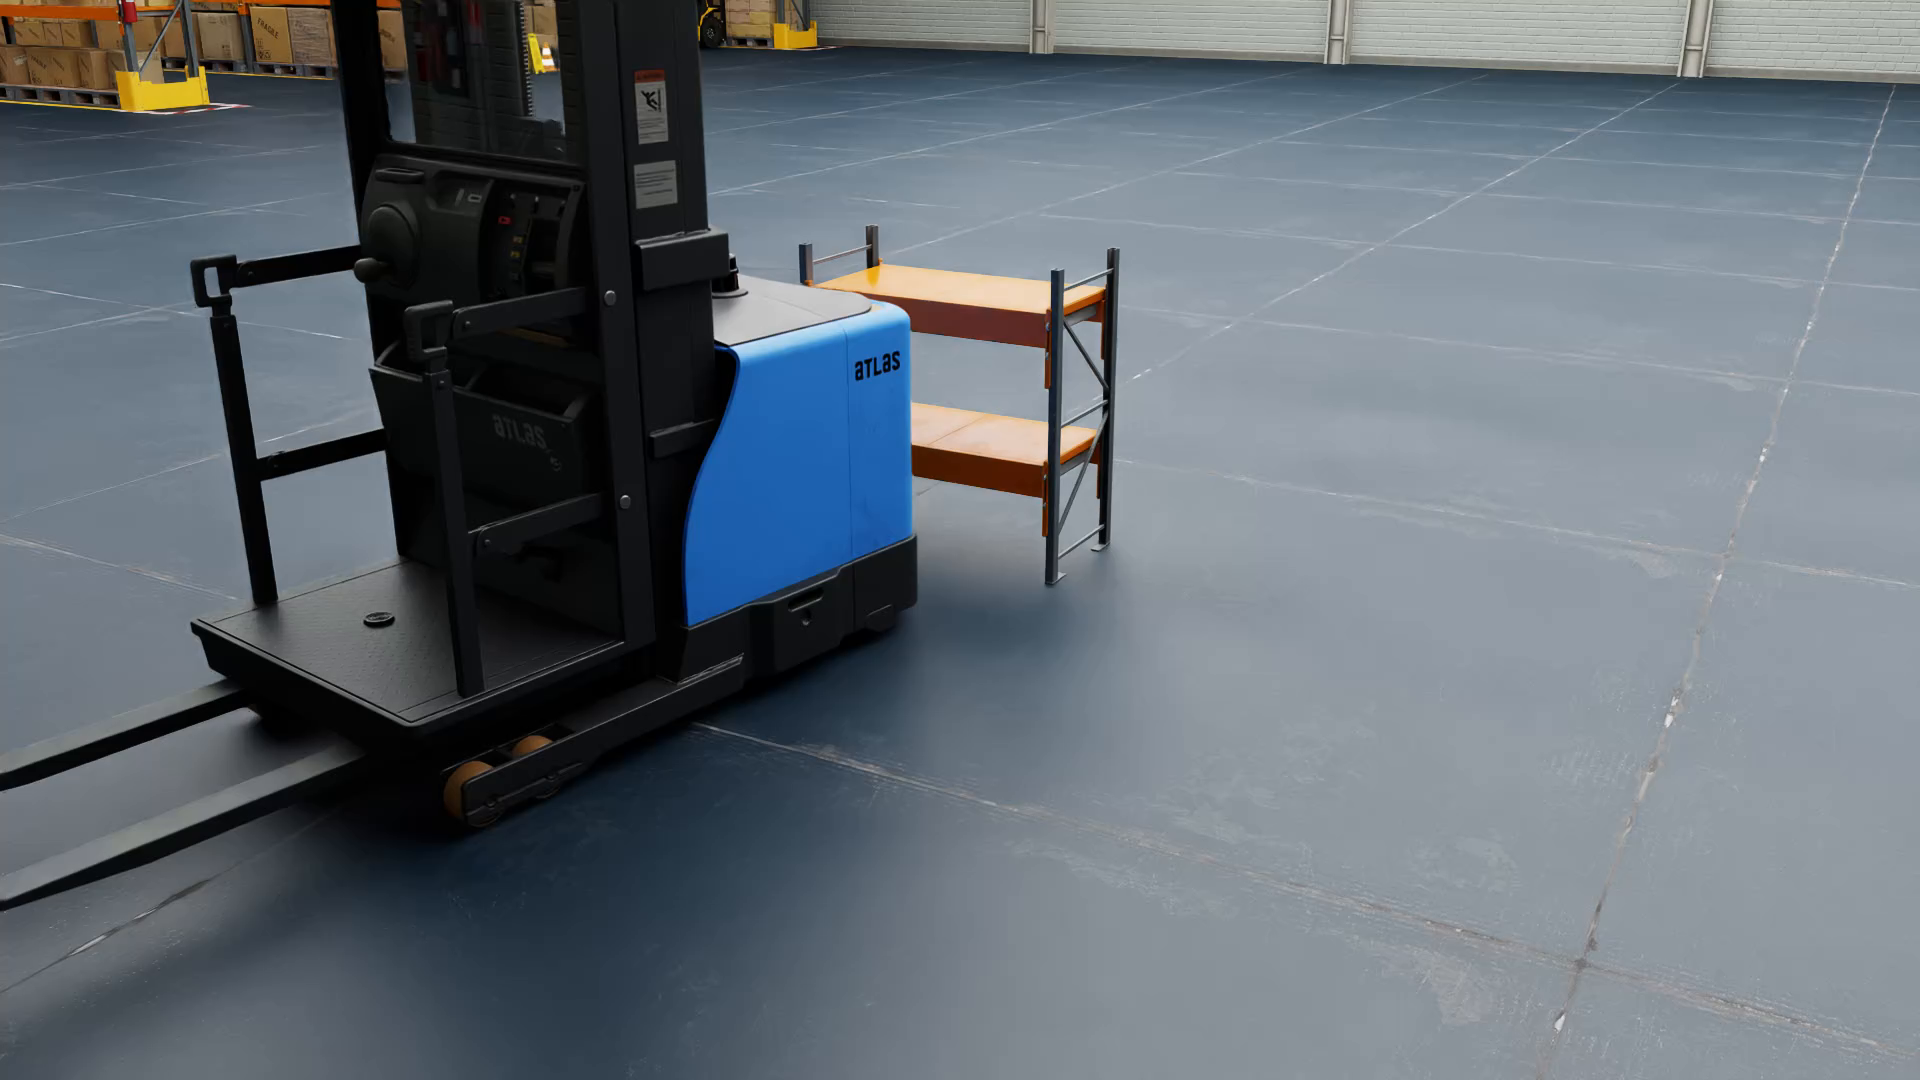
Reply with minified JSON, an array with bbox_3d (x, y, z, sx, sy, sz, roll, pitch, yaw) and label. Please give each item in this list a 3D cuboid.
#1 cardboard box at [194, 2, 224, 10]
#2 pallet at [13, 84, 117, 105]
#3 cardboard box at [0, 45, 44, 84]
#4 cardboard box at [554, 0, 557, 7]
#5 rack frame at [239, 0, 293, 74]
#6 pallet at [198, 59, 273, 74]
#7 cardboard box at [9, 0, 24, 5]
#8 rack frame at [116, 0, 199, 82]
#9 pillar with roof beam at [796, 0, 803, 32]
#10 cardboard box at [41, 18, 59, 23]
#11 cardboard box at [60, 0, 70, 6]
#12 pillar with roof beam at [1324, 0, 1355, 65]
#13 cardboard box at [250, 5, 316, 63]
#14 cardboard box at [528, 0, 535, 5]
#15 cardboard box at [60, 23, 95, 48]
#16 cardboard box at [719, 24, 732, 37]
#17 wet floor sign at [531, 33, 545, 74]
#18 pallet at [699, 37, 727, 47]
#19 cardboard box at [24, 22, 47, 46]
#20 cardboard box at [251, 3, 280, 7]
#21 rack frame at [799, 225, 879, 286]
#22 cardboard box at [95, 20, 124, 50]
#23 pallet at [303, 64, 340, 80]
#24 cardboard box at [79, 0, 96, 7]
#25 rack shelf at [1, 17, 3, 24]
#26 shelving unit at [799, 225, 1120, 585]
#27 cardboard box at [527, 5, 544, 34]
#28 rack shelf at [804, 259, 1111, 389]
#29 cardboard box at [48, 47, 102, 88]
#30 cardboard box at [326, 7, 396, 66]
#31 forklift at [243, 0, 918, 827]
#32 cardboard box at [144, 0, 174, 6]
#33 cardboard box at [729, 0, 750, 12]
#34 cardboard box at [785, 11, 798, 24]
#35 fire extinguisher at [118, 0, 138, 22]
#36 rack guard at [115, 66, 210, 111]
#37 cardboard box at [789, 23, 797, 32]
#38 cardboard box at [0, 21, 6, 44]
[{"bbox_3d":[-15.760,-11.335,35.714,0.875,0.875,0.875,12,23,29],"label":"cardboard box"},{"bbox_3d":[-12.516,-6.320,23.479,1.213,0.211,1.003,11,23,27],"label":"pallet"},{"bbox_3d":[-13.356,-6.786,23.723,0.500,0.500,0.500,-17,26,-39],"label":"cardboard box"},{"bbox_3d":[-7.262,-9.921,30.683,0.250,0.149,0.380,11,23,28],"label":"cardboard box"},{"bbox_3d":[-11.682,-9.395,27.865,0.127,3.000,1.000,11,23,27],"label":"rack frame"},{"bbox_3d":[-12.392,-8.190,28.632,1.213,0.211,1.003,11,23,27],"label":"pallet"},{"bbox_3d":[-12.832,-7.446,22.861,0.250,0.149,0.380,11,23,27],"label":"cardboard box"},{"bbox_3d":[-10.697,-7.270,22.007,0.127,3.000,1.000,11,23,27],"label":"rack frame"},{"bbox_3d":[-5.714,-13.621,30.718,0.400,9.000,9.100,11,23,27],"label":"pillar with roof beam"},{"bbox_3d":[-16.345,-9.551,30.247,0.500,0.250,0.500,11,23,28],"label":"cardboard box"},{"bbox_3d":[-11.916,-7.306,22.474,0.250,0.149,0.380,11,23,27],"label":"cardboard box"},{"bbox_3d":[4.762,-11.625,25.217,0.400,9.000,9.100,11,23,27],"label":"pillar with roof beam"},{"bbox_3d":[-11.167,-8.468,27.810,0.875,0.875,0.875,11,23,28],"label":"cardboard box"},{"bbox_3d":[-8.207,-10.101,31.179,0.250,0.149,0.380,12,23,30],"label":"cardboard box"},{"bbox_3d":[-15.876,-9.114,30.141,0.500,0.500,0.500,11,23,27],"label":"cardboard box"},{"bbox_3d":[-4.873,-10.758,35.041,0.500,0.250,0.500,11,23,28],"label":"cardboard box"},{"bbox_3d":[-7.199,-8.207,28.044,0.232,0.644,0.267,7,21,18],"label":"wet floor sign"},{"bbox_3d":[-5.195,-10.705,35.567,1.213,0.211,1.003,11,23,27],"label":"pallet"},{"bbox_3d":[-16.797,-9.284,30.611,0.500,0.500,0.500,10,22,25],"label":"cardboard box"},{"bbox_3d":[-14.187,-11.038,34.896,0.875,0.875,0.875,11,23,28],"label":"cardboard box"},{"bbox_3d":[-0.450,-0.614,6.409,0.032,1.125,0.500,11,23,27],"label":"rack frame"},{"bbox_3d":[-14.686,-9.072,29.658,0.750,0.750,1.050,10,22,27],"label":"cardboard box"},{"bbox_3d":[-9.987,-7.731,27.369,1.213,0.211,1.003,11,23,27],"label":"pallet"},{"bbox_3d":[-11.508,-7.205,22.199,0.250,0.149,0.380,11,23,27],"label":"cardboard box"},{"bbox_3d":[-15.935,-7.929,24.880,4.000,0.370,1.077,11,23,27],"label":"rack shelf"},{"bbox_3d":[-0.006,-0.530,6.176,1.048,1.125,0.538,11,23,27],"label":"shelving unit"},{"bbox_3d":[-8.048,-9.792,31.276,0.500,0.500,0.500,12,23,30],"label":"cardboard box"},{"bbox_3d":[-0.006,-0.805,6.077,1.000,0.278,0.538,11,23,27],"label":"rack shelf"},{"bbox_3d":[-12.310,-6.600,23.210,0.500,0.500,0.500,13,24,32],"label":"cardboard box"},{"bbox_3d":[-9.583,-8.167,26.980,0.875,0.875,0.875,10,22,26],"label":"cardboard box"},{"bbox_3d":[-1.462,-0.826,4.343,1.130,2.935,3.031,15,25,36],"label":"forklift"},{"bbox_3d":[-10.829,-7.270,22.376,0.250,0.149,0.380,11,23,27],"label":"cardboard box"},{"bbox_3d":[-4.449,-11.140,34.627,0.500,0.250,0.500,11,23,28],"label":"cardboard box"},{"bbox_3d":[-3.756,-10.978,34.913,0.500,0.250,0.500,11,23,28],"label":"cardboard box"},{"bbox_3d":[-10.822,-7.077,21.589,0.183,0.674,0.296,11,23,27],"label":"fire extinguisher"},{"bbox_3d":[-10.763,-6.107,22.468,0.348,0.500,1.175,11,23,27],"label":"rack guard"},{"bbox_3d":[-3.780,-10.743,34.998,0.500,0.250,0.500,11,23,28],"label":"cardboard box"},{"bbox_3d":[-17.688,-9.458,31.090,0.500,0.500,0.500,12,23,30],"label":"cardboard box"}]
